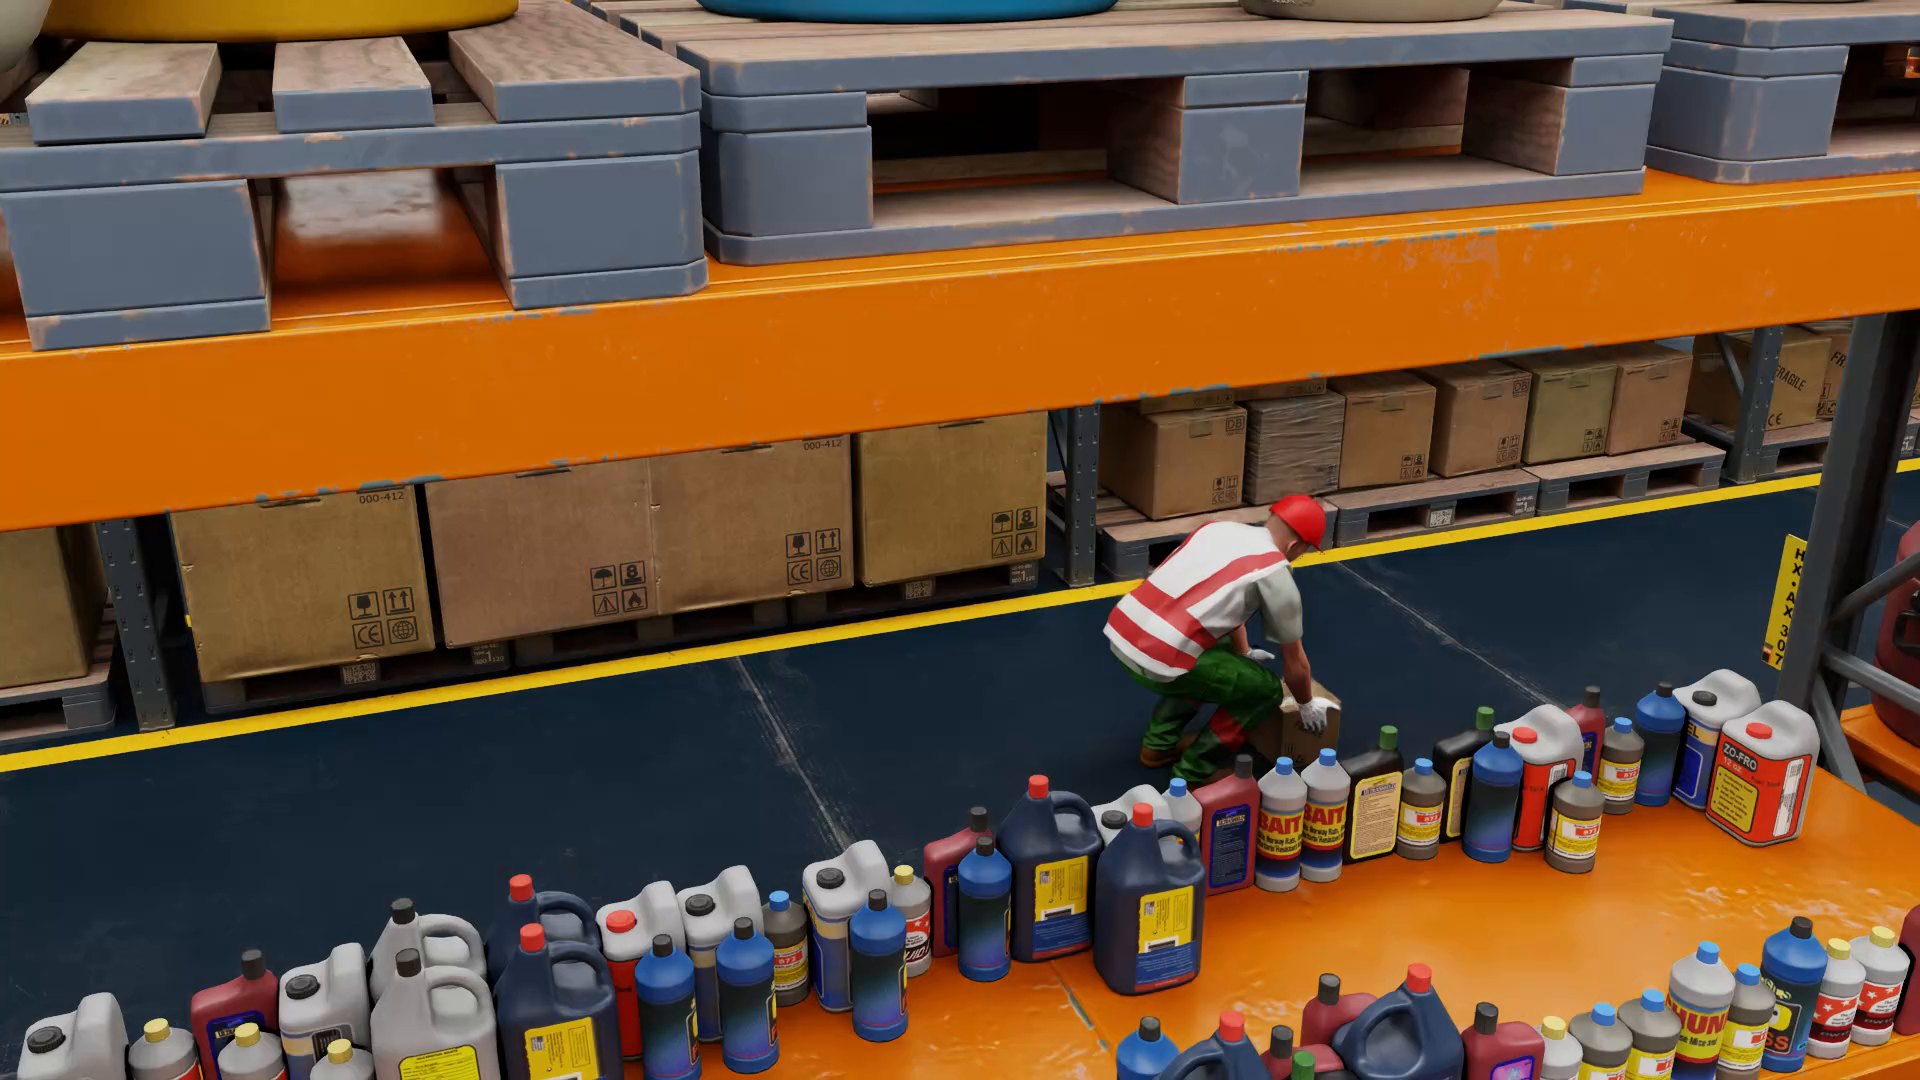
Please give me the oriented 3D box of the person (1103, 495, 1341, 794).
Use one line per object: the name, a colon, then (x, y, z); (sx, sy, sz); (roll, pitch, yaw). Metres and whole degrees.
person: (0.947, 0.372, 6.144); (0.872, 1.041, 0.579); (-8, 24, -19)
